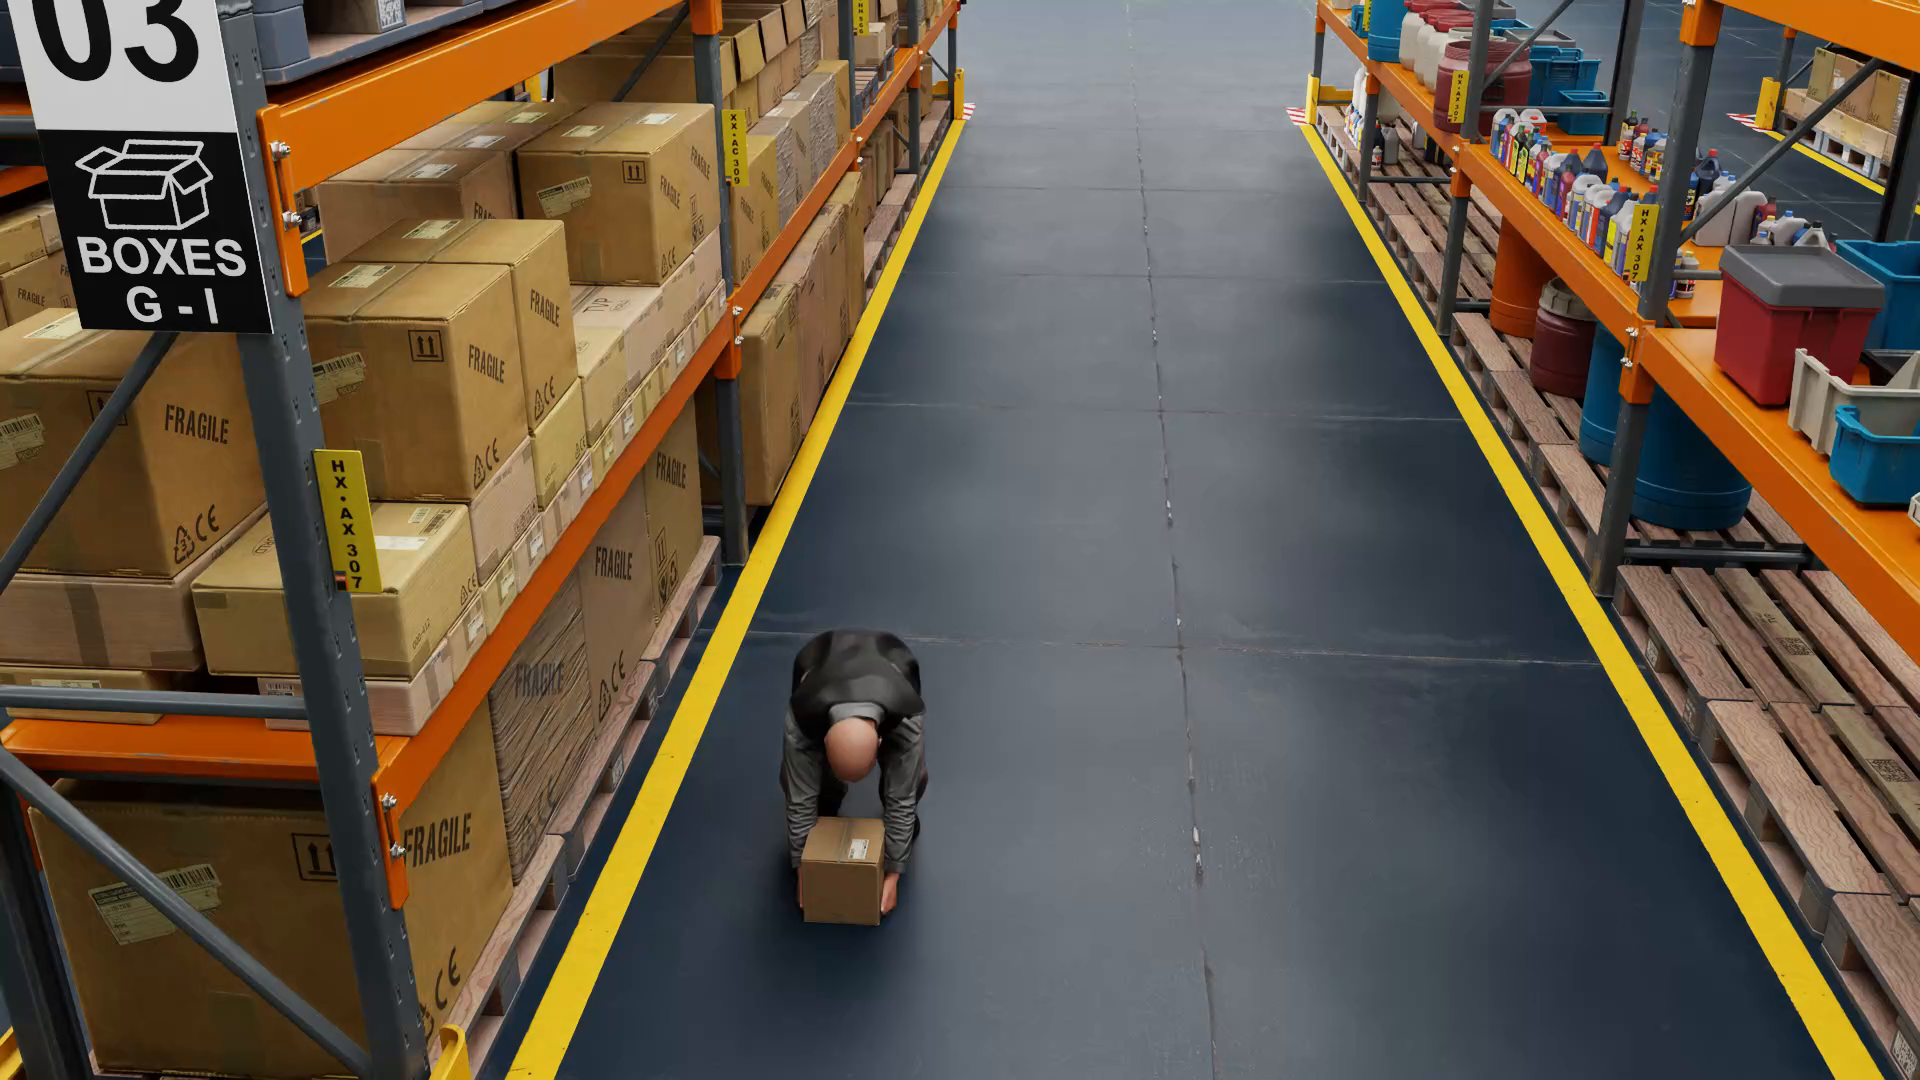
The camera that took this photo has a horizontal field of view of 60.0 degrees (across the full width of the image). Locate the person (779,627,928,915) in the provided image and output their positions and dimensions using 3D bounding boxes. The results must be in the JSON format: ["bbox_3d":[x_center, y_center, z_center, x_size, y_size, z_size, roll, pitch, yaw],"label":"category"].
[{"bbox_3d":[-0.358,0.739,5.688,0.510,0.789,0.936,1,24,3],"label":"person"}]
